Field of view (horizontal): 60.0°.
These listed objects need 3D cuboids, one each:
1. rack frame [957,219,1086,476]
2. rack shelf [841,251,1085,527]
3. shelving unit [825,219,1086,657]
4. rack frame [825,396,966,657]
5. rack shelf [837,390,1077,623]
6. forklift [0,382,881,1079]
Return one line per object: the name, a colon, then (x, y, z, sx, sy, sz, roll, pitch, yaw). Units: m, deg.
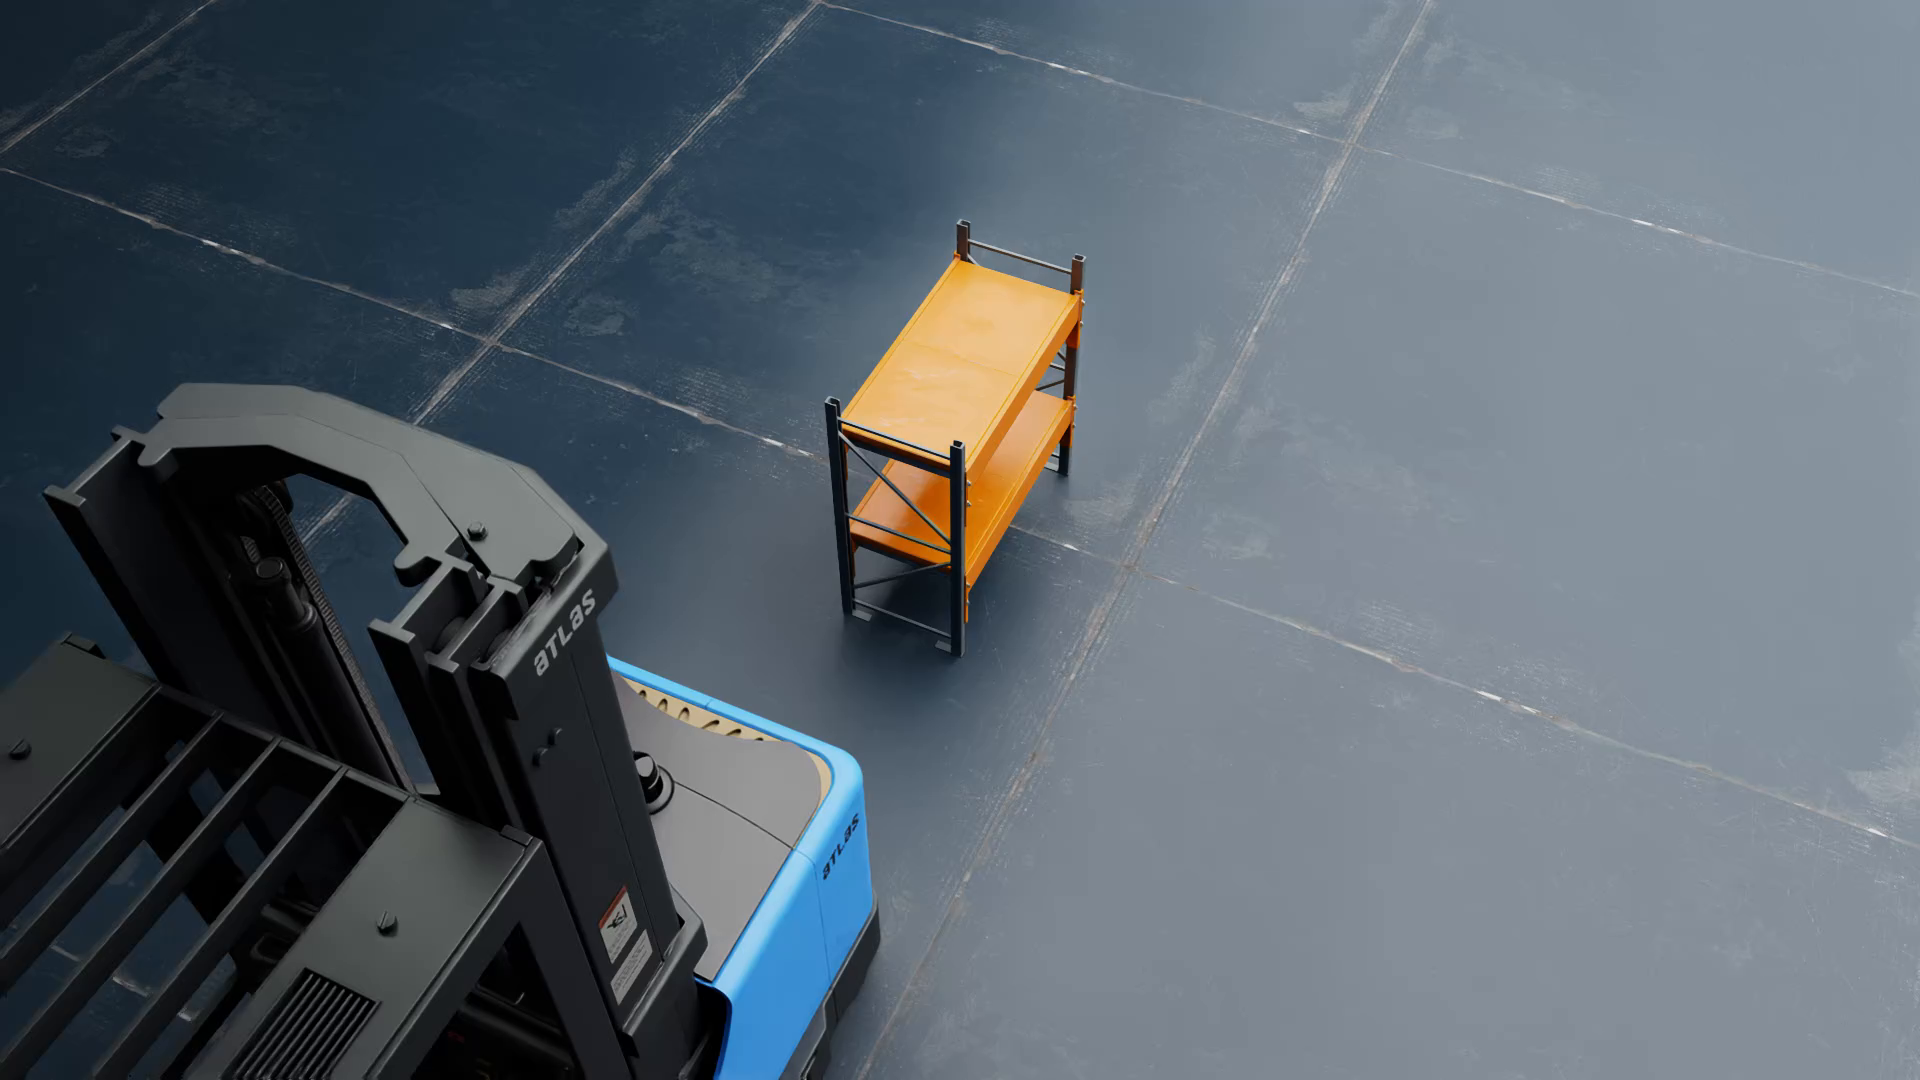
rack frame: (0.220, -0.719, 6.439, 0.500, 1.125, 0.032, 20, 52, 16)
rack shelf: (0.003, -0.559, 5.918, 0.538, 0.278, 1.000, 20, 52, 16)
shelving unit: (0.003, -0.369, 6.141, 0.538, 1.125, 1.048, 20, 52, 16)
rack frame: (-0.214, -0.019, 5.843, 0.500, 1.125, 0.032, 20, 52, 16)
rack shelf: (0.003, -0.211, 6.327, 0.538, 0.278, 1.000, 20, 52, 16)
forklift: (-1.336, 1.220, 3.602, 1.130, 2.935, 3.031, 19, 52, 16)
